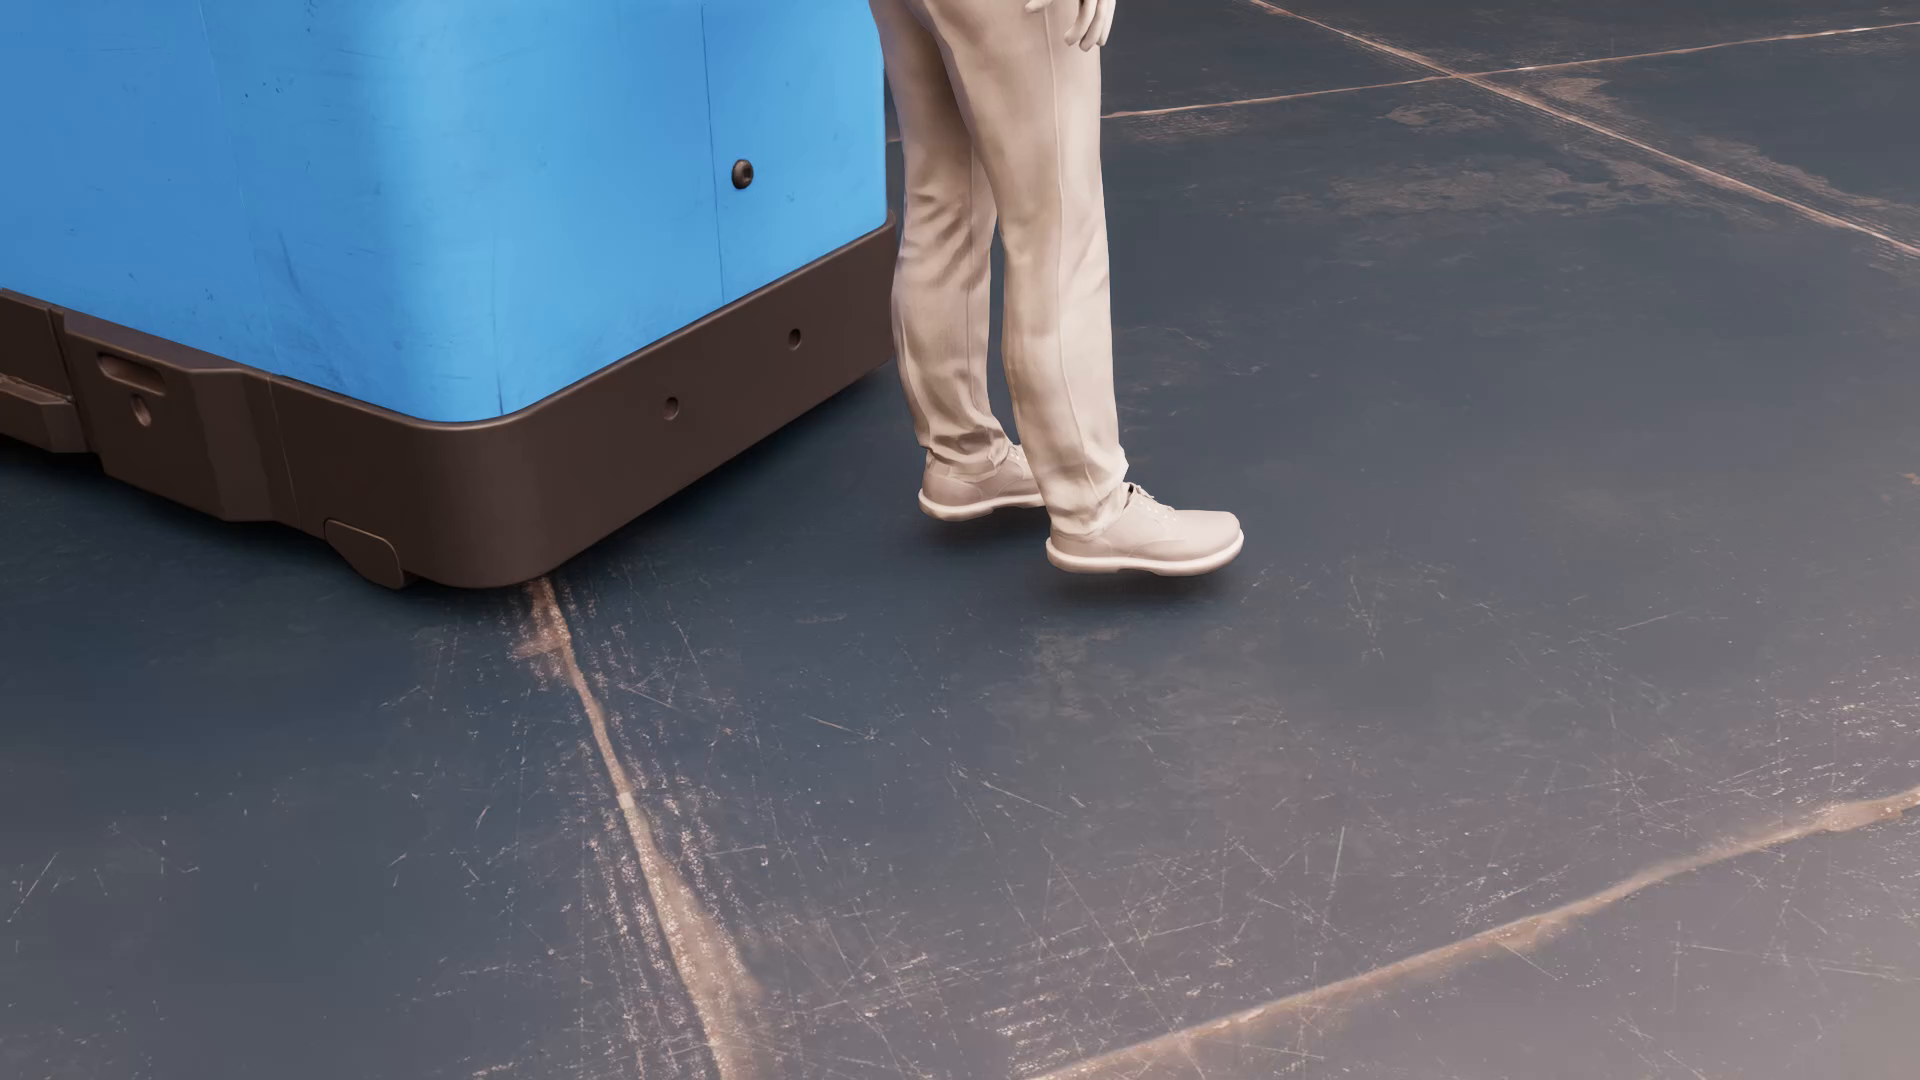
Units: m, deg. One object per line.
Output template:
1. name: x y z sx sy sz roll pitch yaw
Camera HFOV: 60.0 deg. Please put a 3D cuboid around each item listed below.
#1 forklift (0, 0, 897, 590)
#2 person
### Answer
1. forklift: -1.635 -1.736 2.587 3.031 2.935 1.130 17 34 27
2. person: 0.066 -0.787 2.074 0.529 1.694 0.586 -11 32 -19
